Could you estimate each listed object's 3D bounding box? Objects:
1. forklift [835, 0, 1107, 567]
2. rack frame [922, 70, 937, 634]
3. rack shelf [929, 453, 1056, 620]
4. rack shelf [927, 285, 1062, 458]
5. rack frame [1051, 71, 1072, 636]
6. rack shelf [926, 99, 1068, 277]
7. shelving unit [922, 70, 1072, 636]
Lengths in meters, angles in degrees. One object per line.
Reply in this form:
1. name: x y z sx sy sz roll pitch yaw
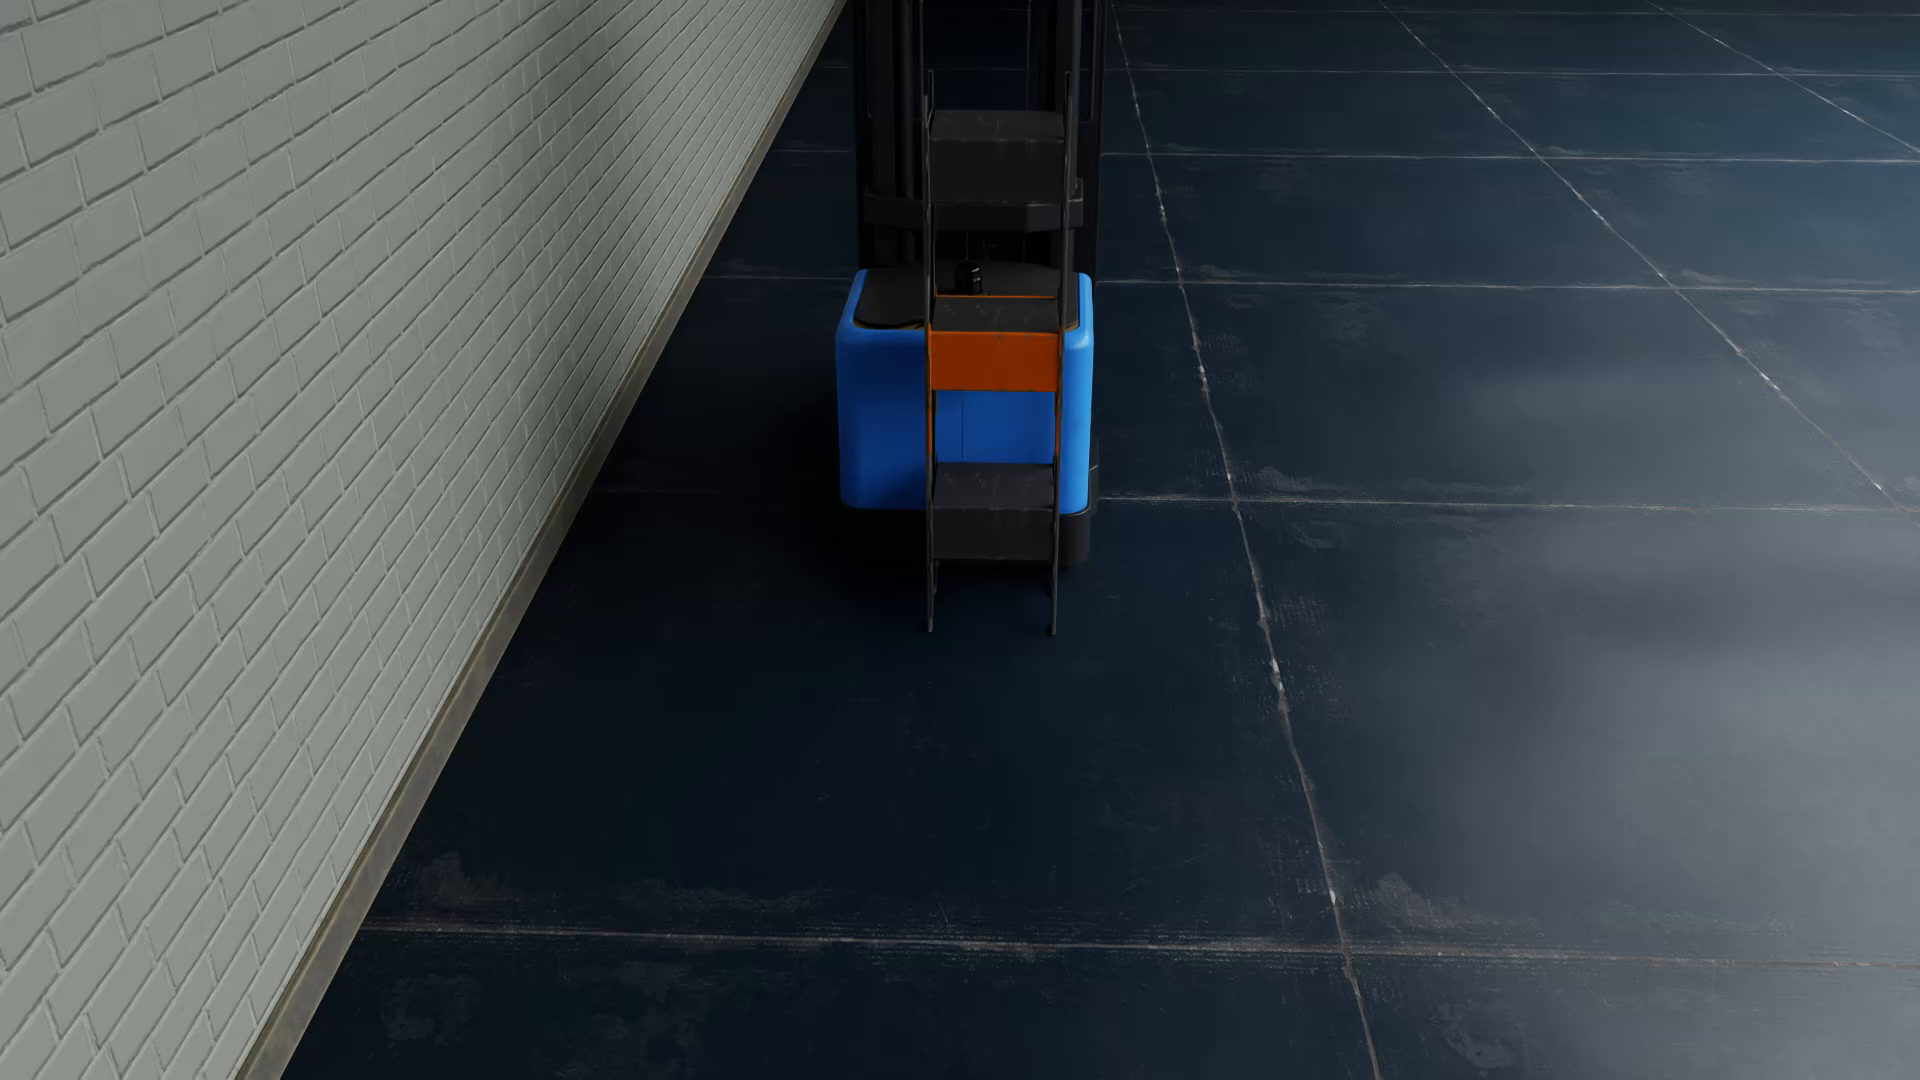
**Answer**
1. forklift: 0.096 -1.839 7.589 1.130 2.935 3.031 2 28 3
2. rack frame: -0.112 -0.652 6.239 0.015 2.100 0.400 1 28 2
3. rack shelf: 0.132 -0.017 6.564 0.480 0.518 0.431 1 28 2
4. rack shelf: 0.132 -0.635 6.236 0.480 0.518 0.431 1 28 2
5. rack frame: 0.375 -0.643 6.221 0.015 2.100 0.400 1 28 2
6. rack shelf: 0.132 -1.254 5.908 0.480 0.518 0.431 1 28 2
7. shelving unit: 0.132 -0.647 6.230 0.503 2.100 0.431 1 28 2
